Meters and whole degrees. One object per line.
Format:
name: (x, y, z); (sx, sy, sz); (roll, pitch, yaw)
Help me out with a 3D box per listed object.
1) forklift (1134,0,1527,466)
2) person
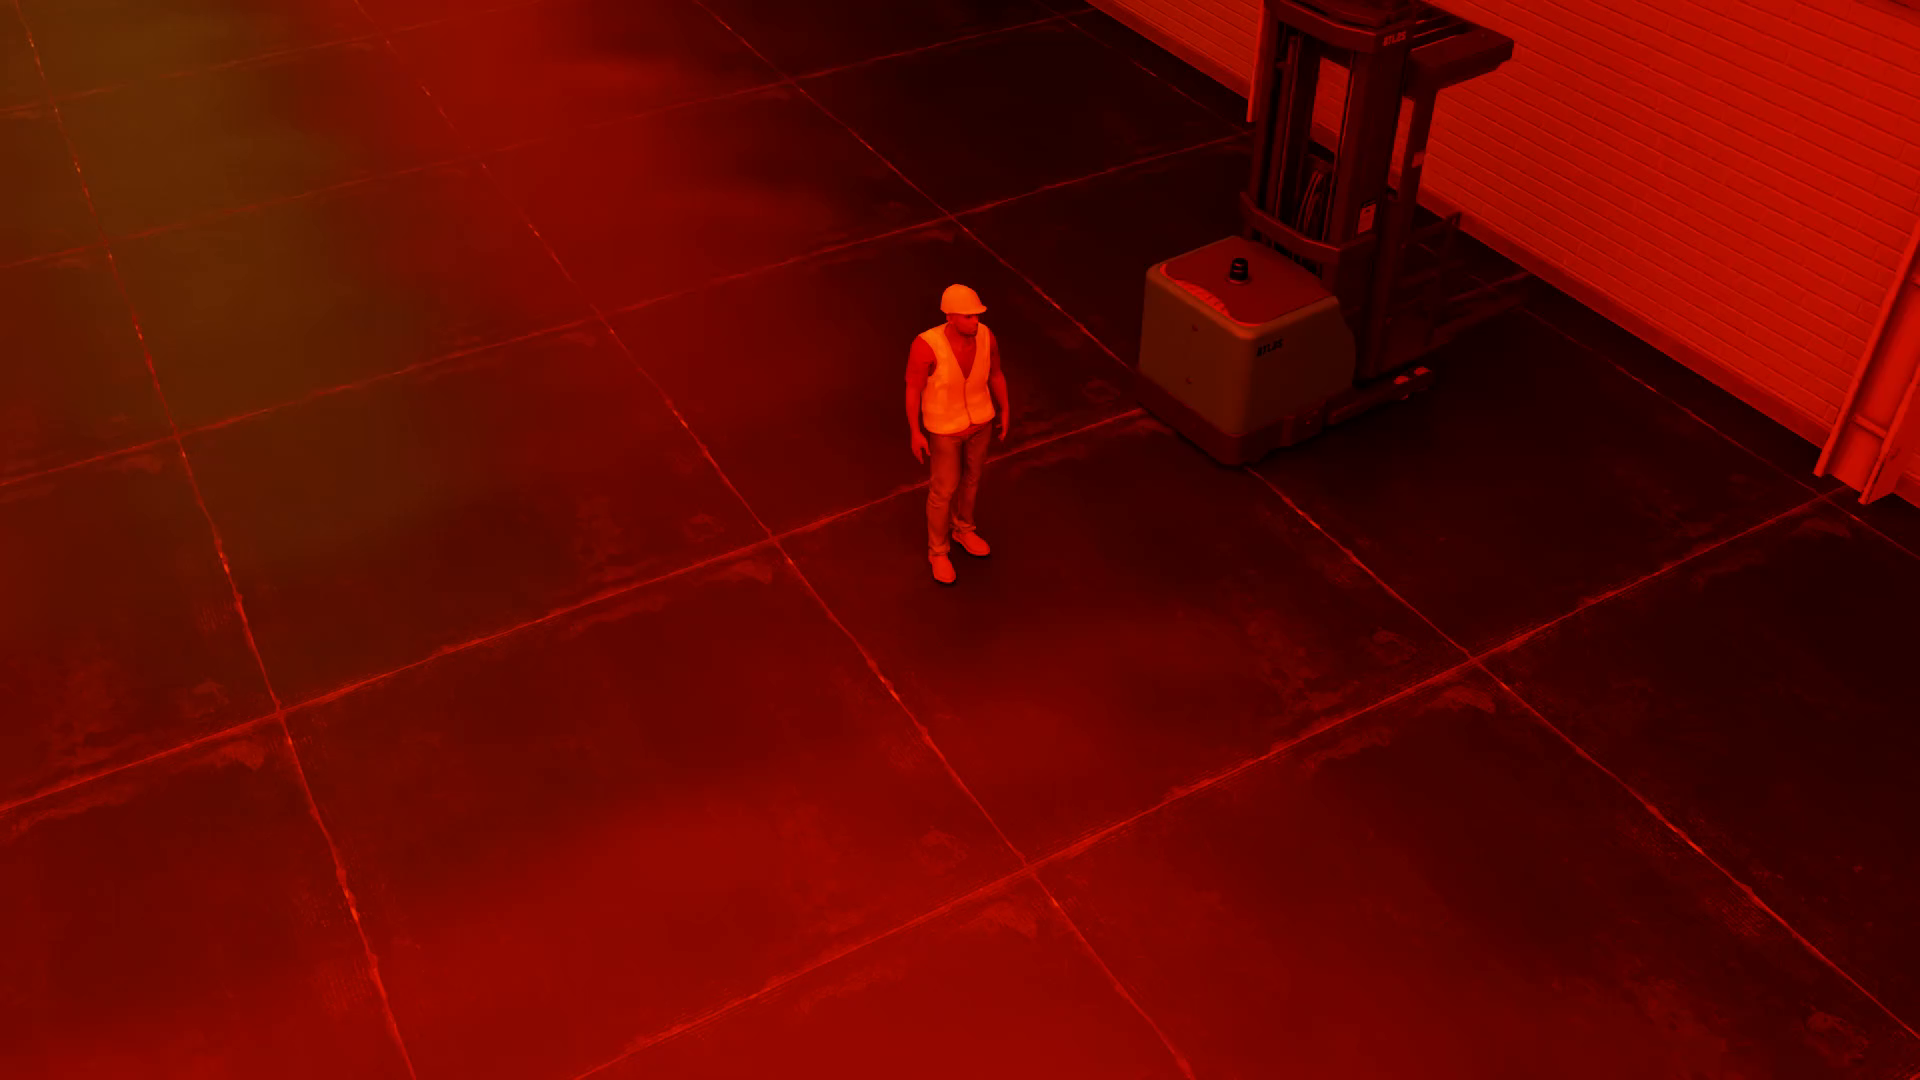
forklift: (2.695, -2.351, 10.870); (3.031, 2.935, 1.130); (-24, 45, -26)
person: (0.030, -0.645, 9.714); (0.665, 1.768, 0.575); (-20, 44, -23)
